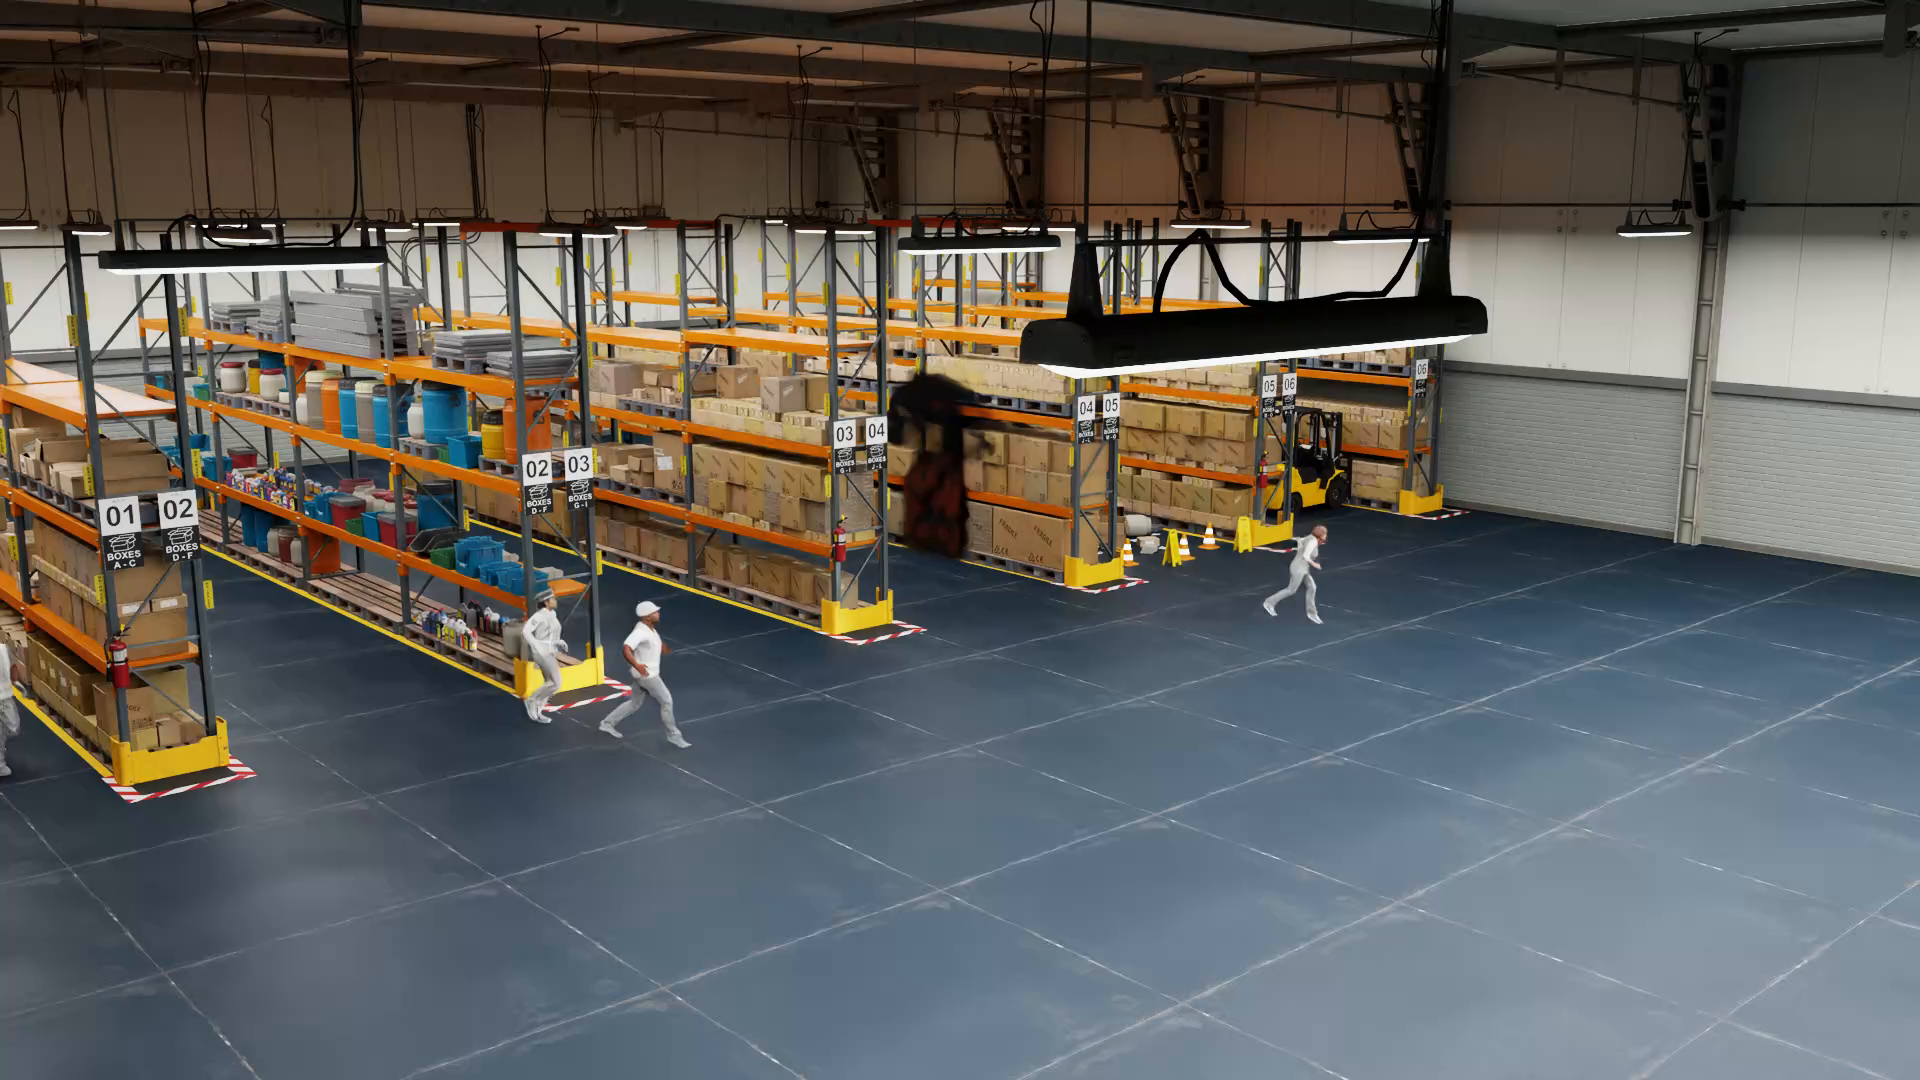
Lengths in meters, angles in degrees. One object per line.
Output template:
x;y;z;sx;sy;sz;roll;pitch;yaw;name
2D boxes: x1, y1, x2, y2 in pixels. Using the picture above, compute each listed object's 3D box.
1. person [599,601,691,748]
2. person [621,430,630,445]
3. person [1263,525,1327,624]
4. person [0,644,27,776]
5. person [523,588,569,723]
-3.733;1.606;19.554;1.061;1.815;0.663;-4;12;-18;person
-8.523;-2.876;42.171;0.533;1.592;0.711;8;14;33;person
5.148;0.520;25.548;0.905;1.546;0.577;1;12;7;person
-10.887;1.781;18.695;0.603;1.737;0.685;9;15;38;person
-5.135;1.419;20.715;0.511;1.644;0.646;1;11;3;person
